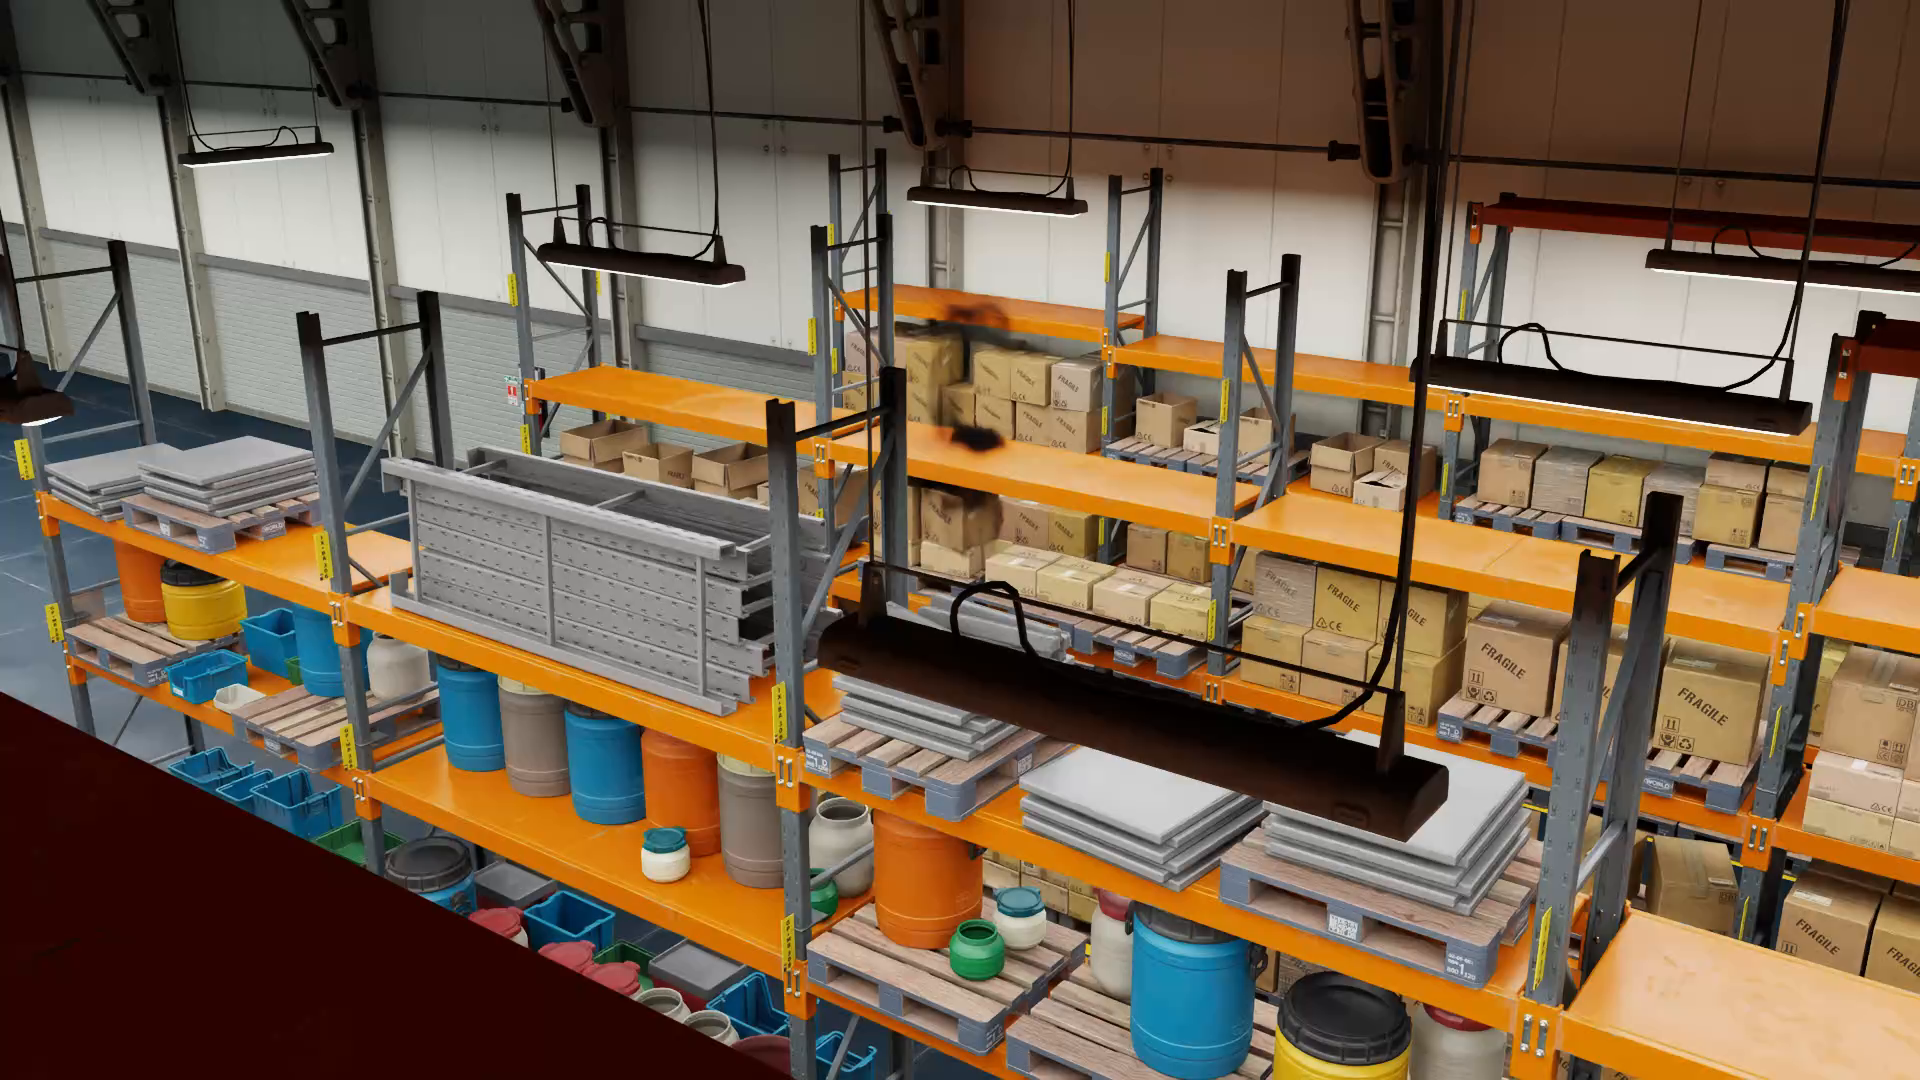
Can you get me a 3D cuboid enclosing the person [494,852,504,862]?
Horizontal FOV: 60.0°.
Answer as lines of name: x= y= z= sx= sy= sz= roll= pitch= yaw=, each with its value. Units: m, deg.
person: x=-3.950 y=2.629 z=14.480 sx=0.769 sy=1.836 sz=0.626 roll=11 pitch=21 yaw=30
